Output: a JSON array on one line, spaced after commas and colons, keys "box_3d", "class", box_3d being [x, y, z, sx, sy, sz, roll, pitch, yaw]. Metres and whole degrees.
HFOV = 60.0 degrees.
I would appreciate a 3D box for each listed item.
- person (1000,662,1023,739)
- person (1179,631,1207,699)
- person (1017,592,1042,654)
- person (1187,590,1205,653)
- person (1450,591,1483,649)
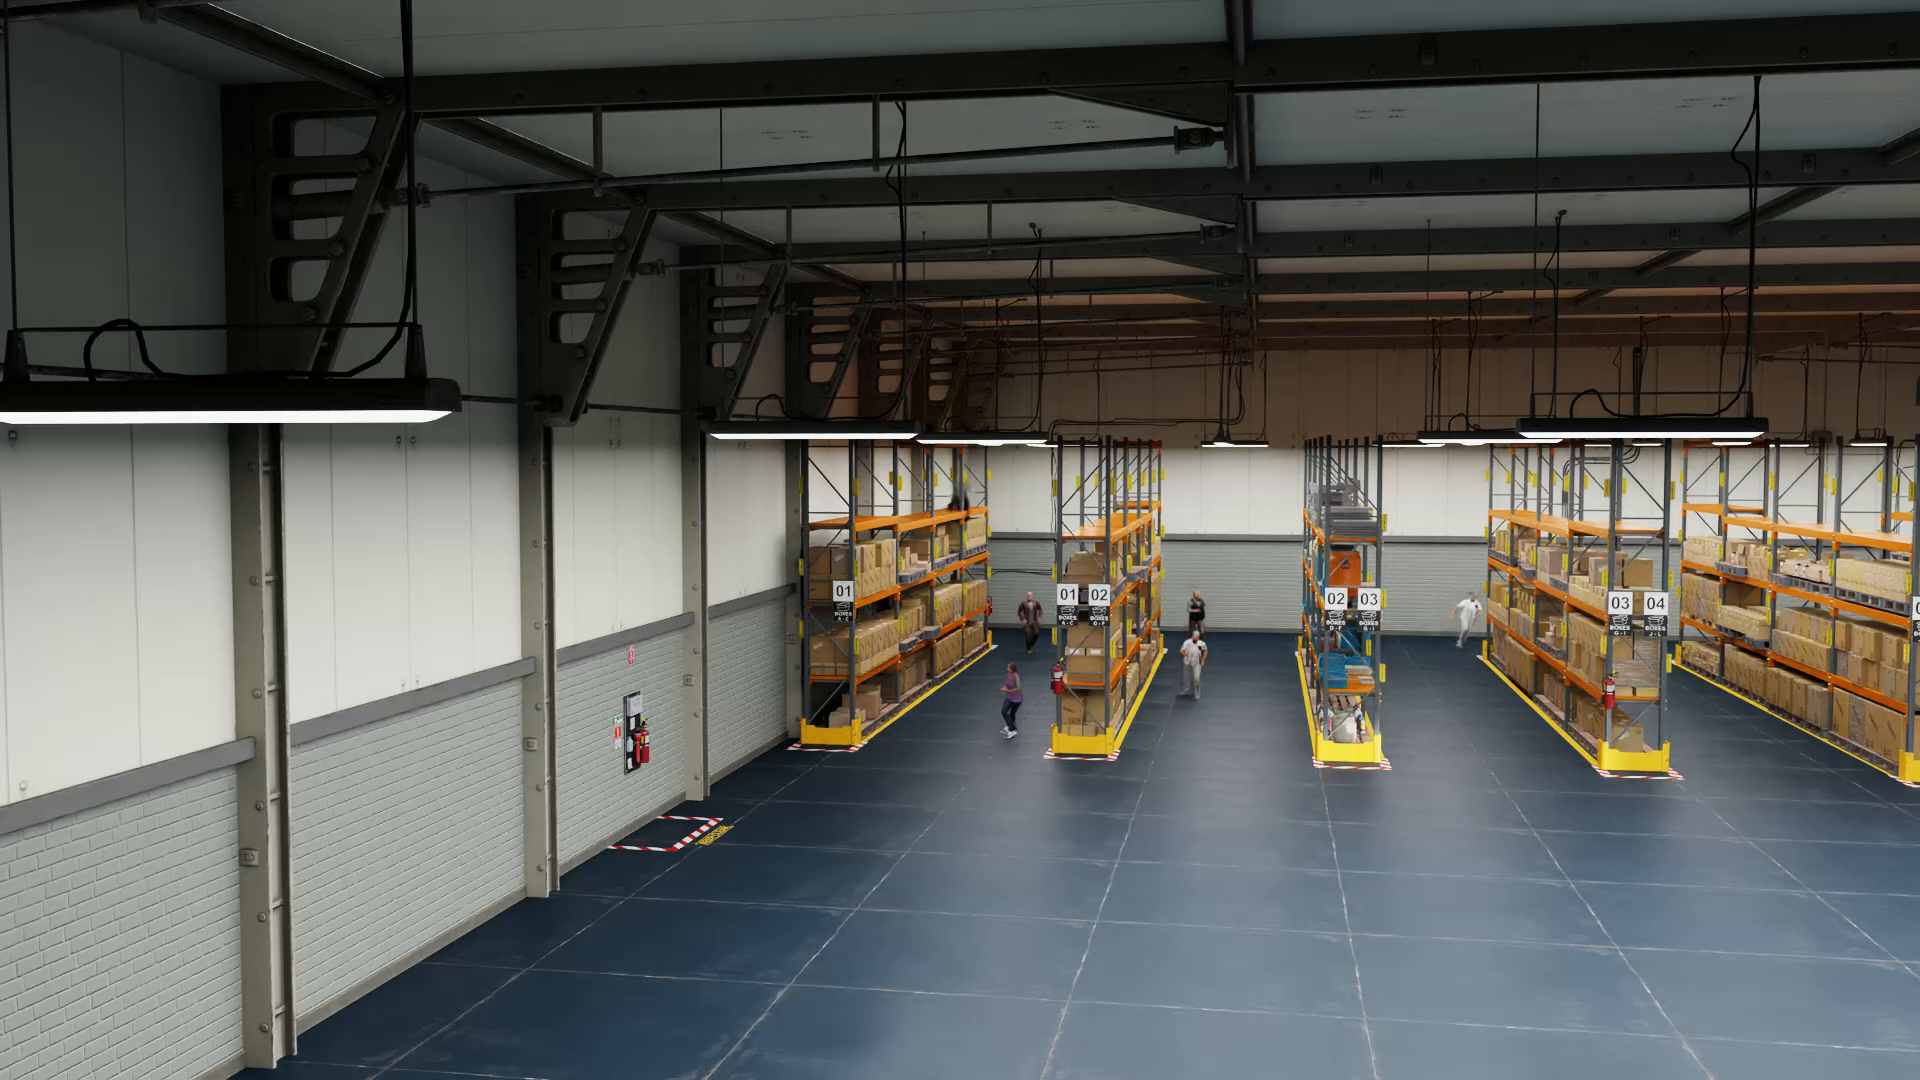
[{"box_3d": [1.022, 3.157, 33.066, 0.691, 1.524, 0.654, 3, 4, 41], "class": "person"}, {"box_3d": [5.355, 2.877, 38.497, 0.683, 1.605, 0.828, 1, 3, 21], "class": "person"}, {"box_3d": [1.986, 2.335, 46.644, 0.743, 1.742, 0.565, -1, 3, -12], "class": "person"}, {"box_3d": [6.705, 2.313, 47.168, 0.645, 1.781, 0.847, -1, 3, -12], "class": "person"}, {"box_3d": [14.644, 2.314, 47.903, 0.856, 1.686, 0.714, -1, 3, -9], "class": "person"}]
